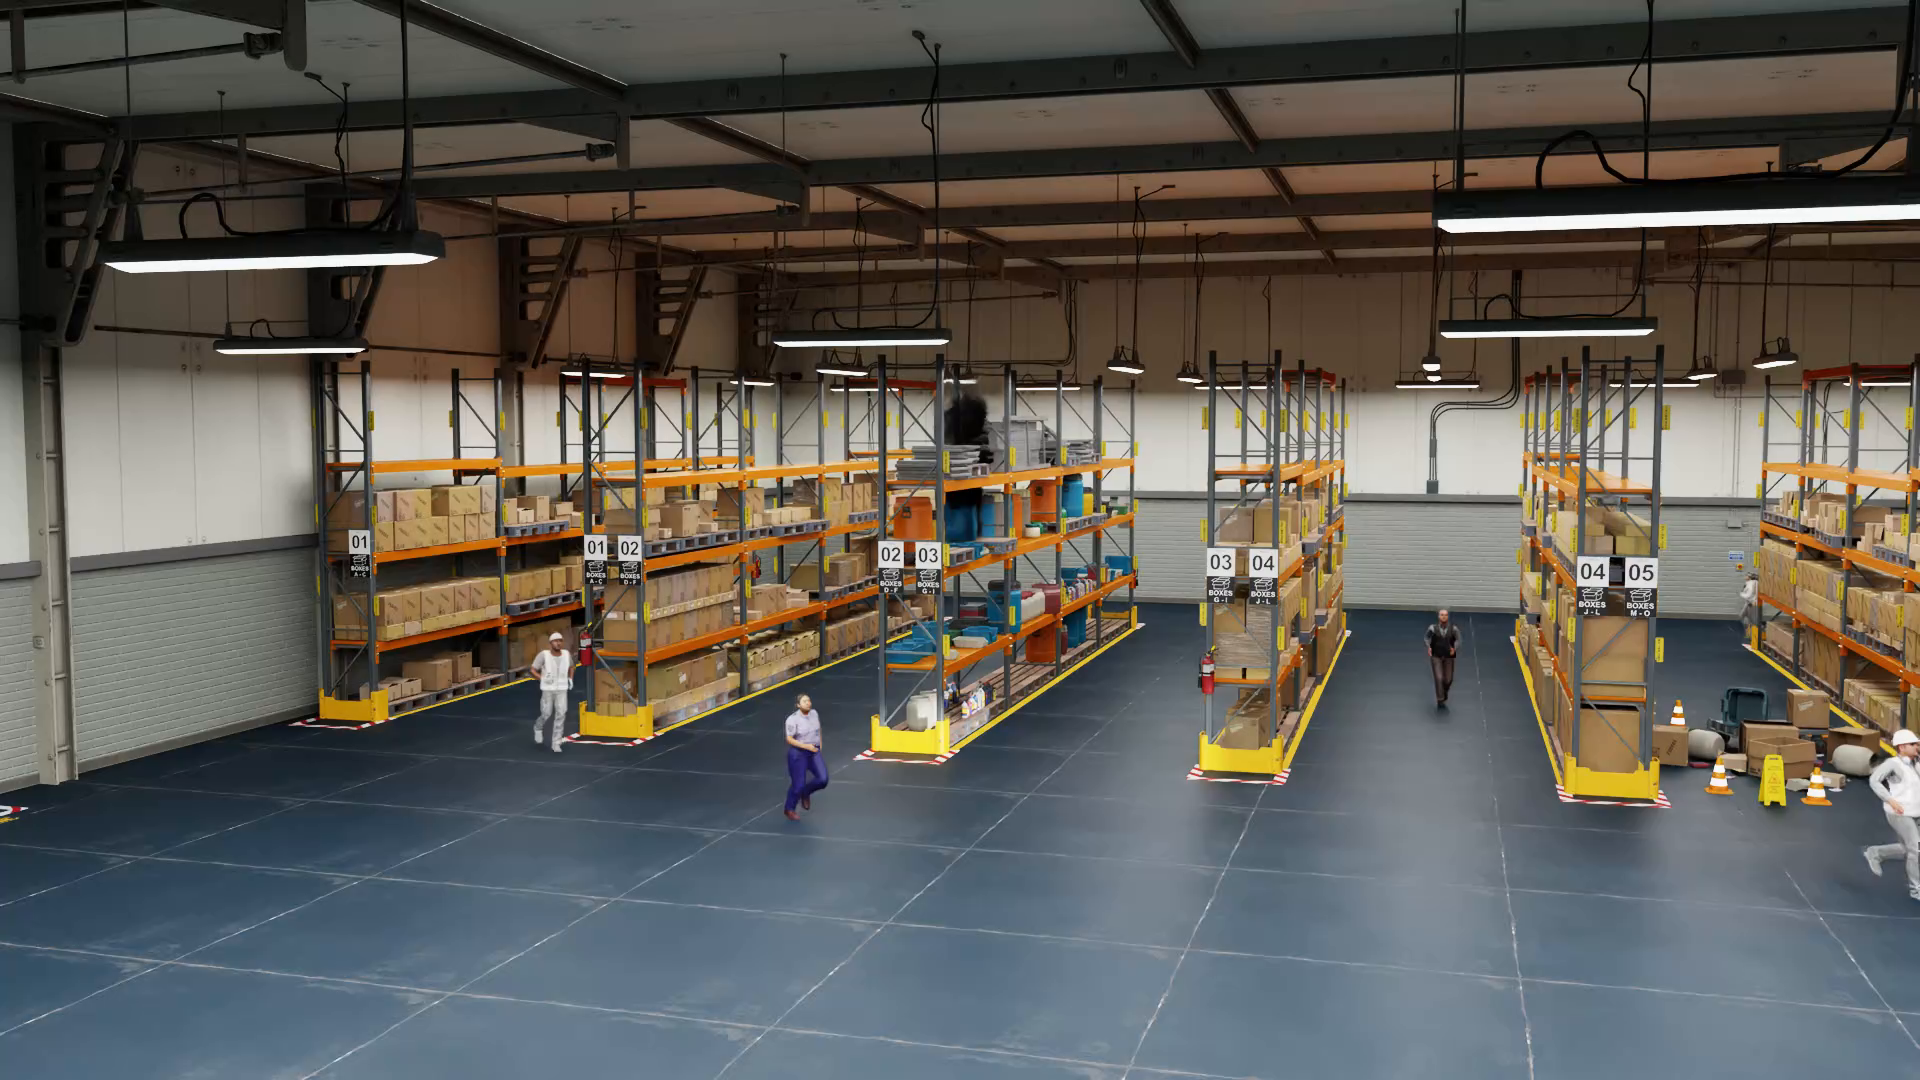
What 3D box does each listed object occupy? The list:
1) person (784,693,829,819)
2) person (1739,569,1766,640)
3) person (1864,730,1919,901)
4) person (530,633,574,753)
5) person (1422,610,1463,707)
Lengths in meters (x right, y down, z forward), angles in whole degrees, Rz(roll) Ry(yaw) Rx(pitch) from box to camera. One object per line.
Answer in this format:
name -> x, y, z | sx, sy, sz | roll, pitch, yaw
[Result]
person -> -1.922, 2.714, 20.875 | 0.628, 1.606, 0.705 | -3, 5, -39
person -> 18.004, 1.498, 37.726 | 0.645, 1.673, 0.703 | 3, 5, 34
person -> 9.940, 2.881, 17.548 | 0.662, 1.772, 0.880 | -2, 5, -28
person -> -6.200, 2.310, 25.417 | 0.706, 1.786, 0.827 | -2, 5, -31
person -> 8.482, 2.071, 29.233 | 0.683, 1.692, 0.675 | 1, 4, 11
